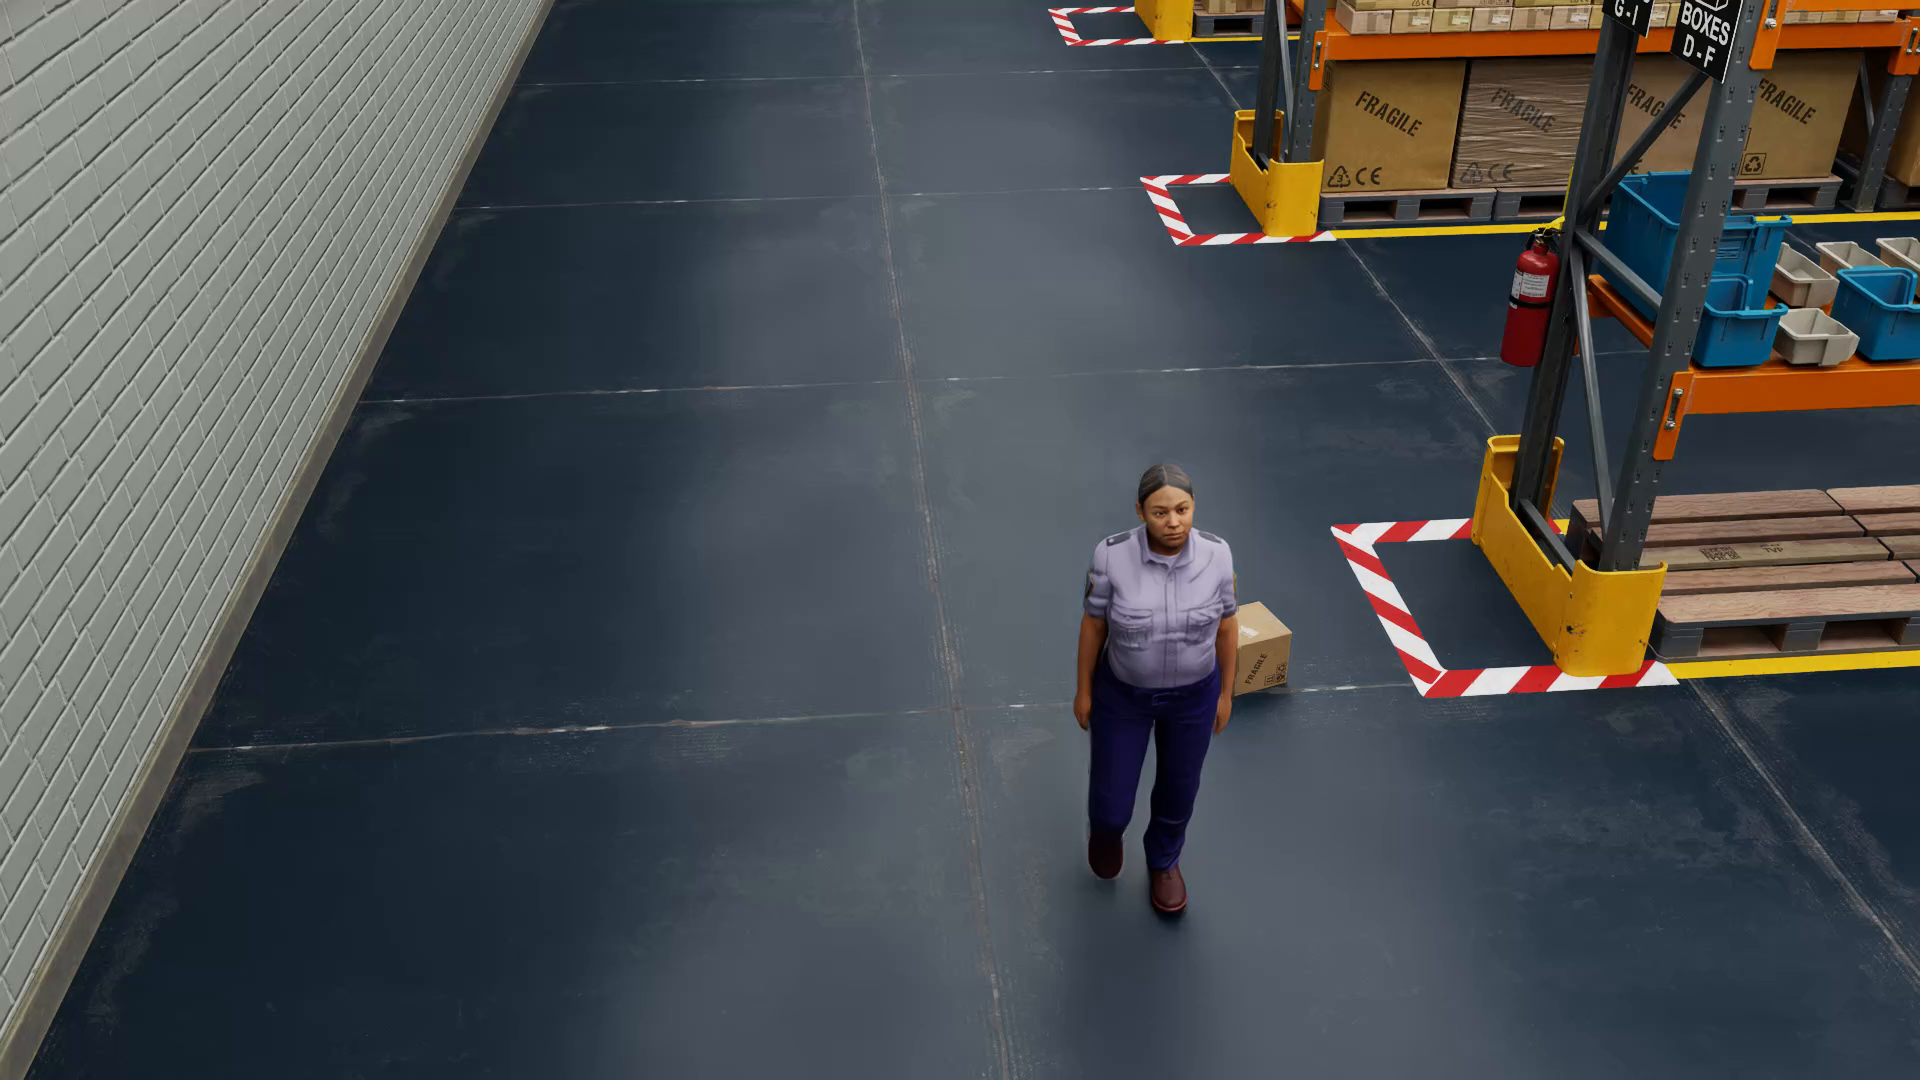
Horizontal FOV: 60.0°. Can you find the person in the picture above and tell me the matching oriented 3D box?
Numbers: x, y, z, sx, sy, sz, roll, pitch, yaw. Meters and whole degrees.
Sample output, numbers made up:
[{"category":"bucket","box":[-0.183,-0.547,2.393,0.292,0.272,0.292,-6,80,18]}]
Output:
[{"category":"person","box":[0.623,0.511,5.288,0.506,1.659,0.449,-2,31,-4]}]
